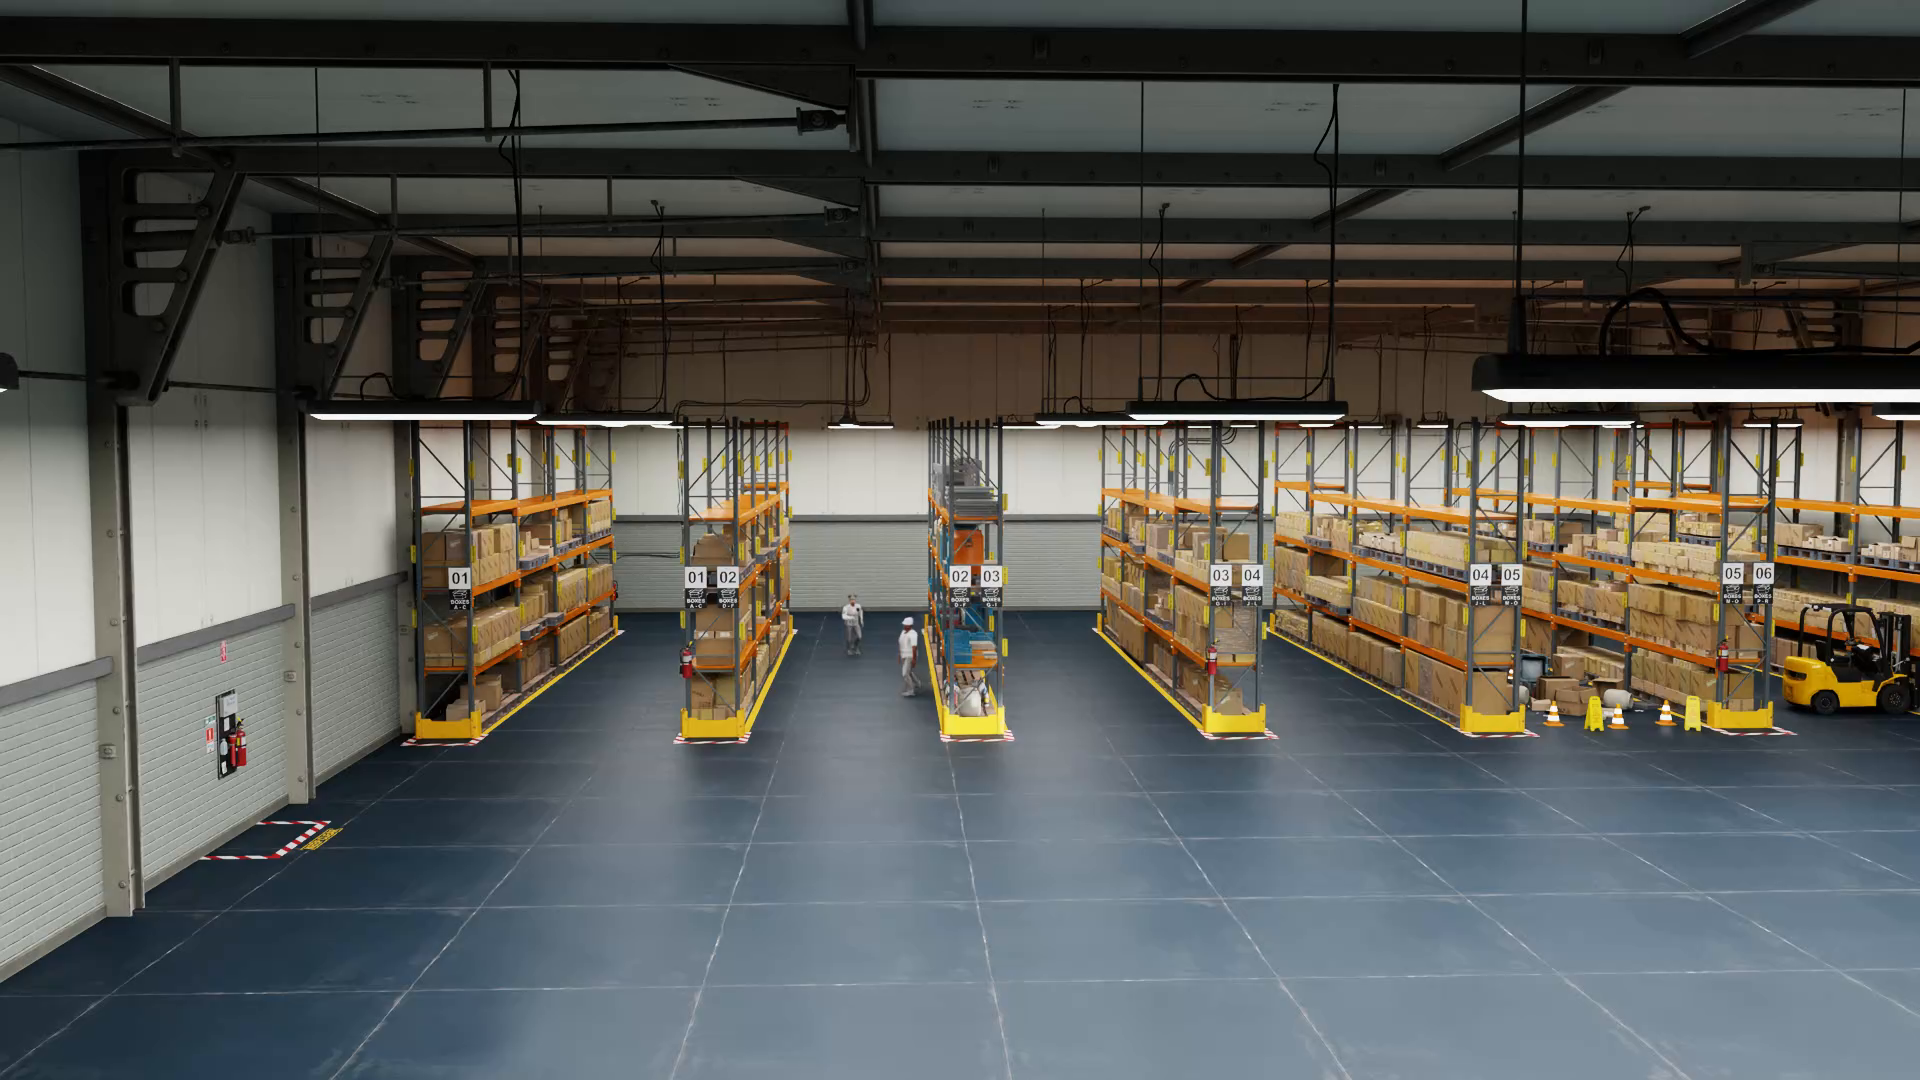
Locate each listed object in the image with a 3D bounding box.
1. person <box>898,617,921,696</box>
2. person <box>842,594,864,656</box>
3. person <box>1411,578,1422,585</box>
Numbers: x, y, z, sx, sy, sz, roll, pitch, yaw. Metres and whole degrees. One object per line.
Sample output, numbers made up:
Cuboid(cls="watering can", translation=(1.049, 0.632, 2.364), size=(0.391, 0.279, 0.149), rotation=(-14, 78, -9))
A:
Cuboid(cls="person", translation=(-1.074, 2.501, 36.172), size=(0.716, 1.700, 0.854), rotation=(-2, 4, -29))
Cuboid(cls="person", translation=(-2.722, 2.156, 42.275), size=(0.609, 1.592, 0.888), rotation=(-1, 4, -17))
Cuboid(cls="person", translation=(13.653, 1.652, 49.516), size=(0.847, 1.701, 0.573), rotation=(-1, 4, -13))
